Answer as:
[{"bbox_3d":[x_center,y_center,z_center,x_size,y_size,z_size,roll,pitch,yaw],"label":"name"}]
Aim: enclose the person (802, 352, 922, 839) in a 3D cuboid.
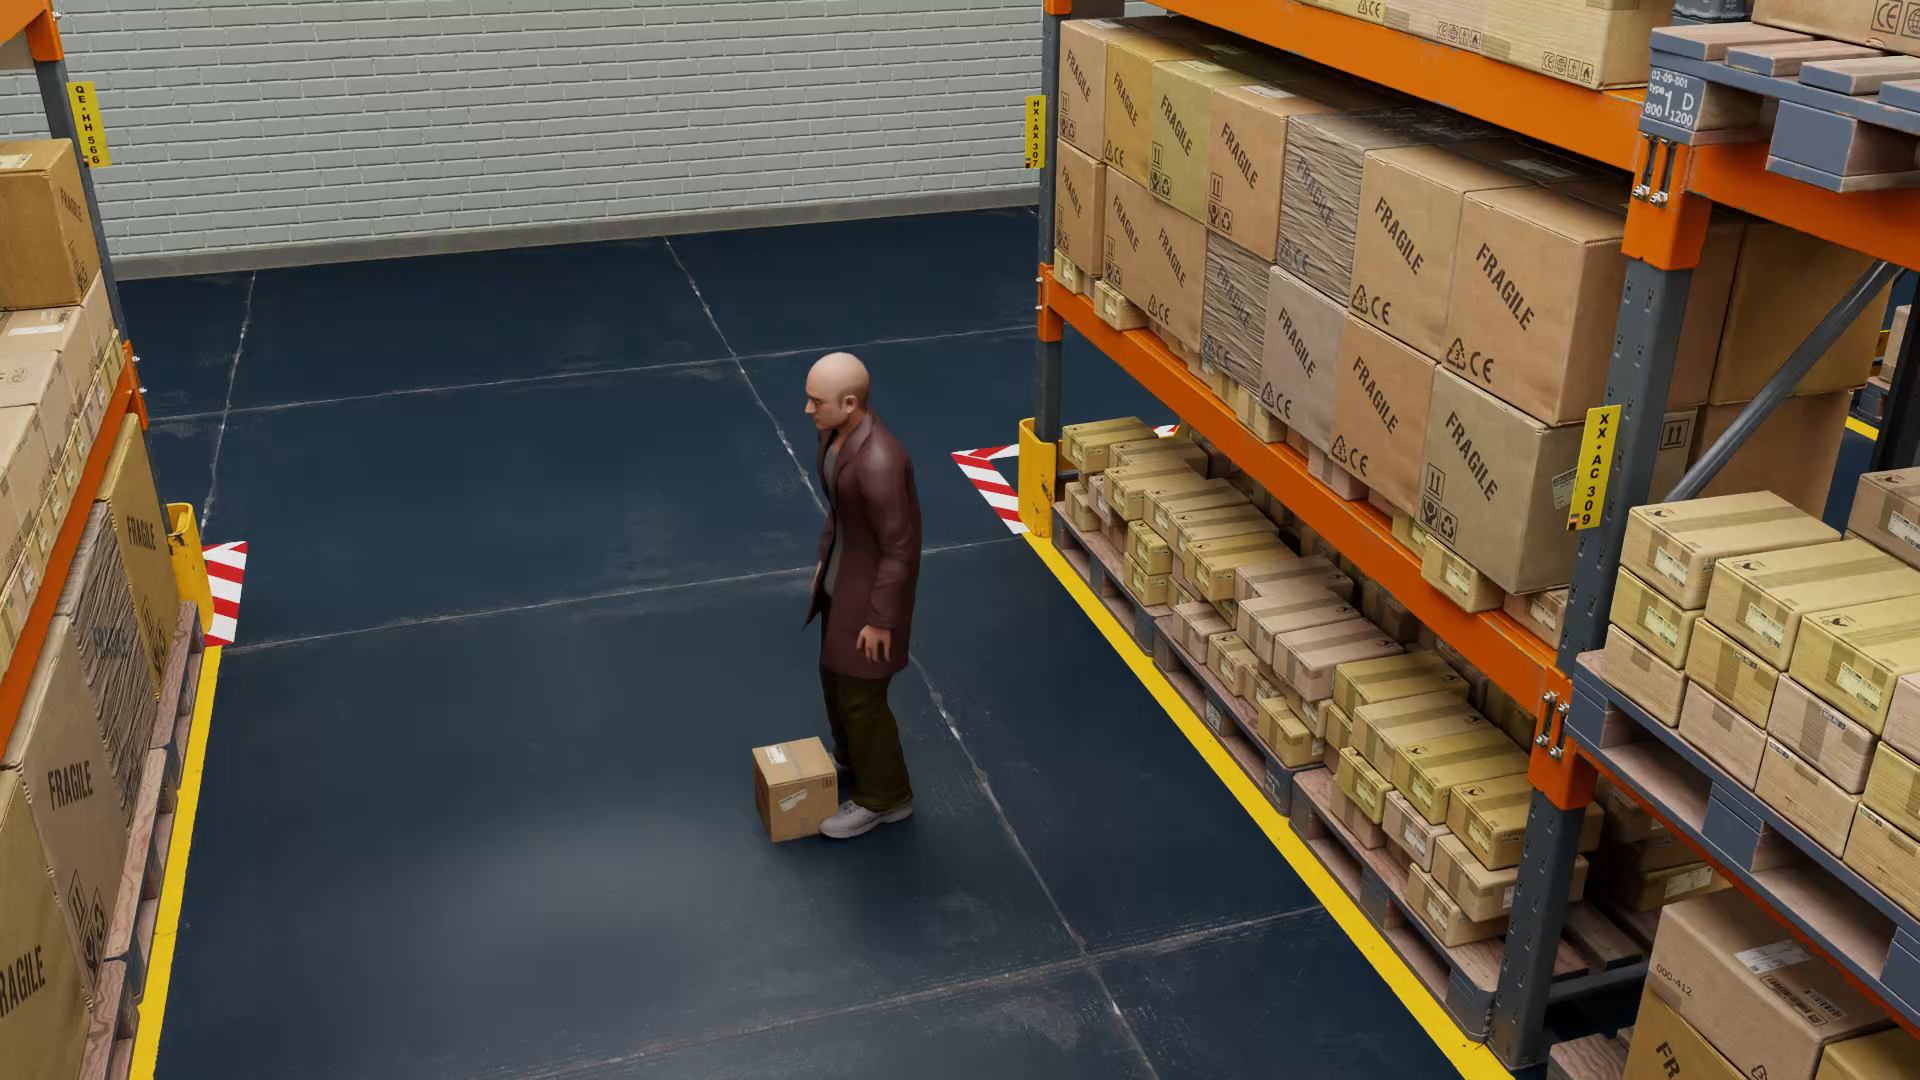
[{"bbox_3d":[-0.355,0.182,5.758,0.428,1.772,0.642,-9,27,-18],"label":"person"}]
